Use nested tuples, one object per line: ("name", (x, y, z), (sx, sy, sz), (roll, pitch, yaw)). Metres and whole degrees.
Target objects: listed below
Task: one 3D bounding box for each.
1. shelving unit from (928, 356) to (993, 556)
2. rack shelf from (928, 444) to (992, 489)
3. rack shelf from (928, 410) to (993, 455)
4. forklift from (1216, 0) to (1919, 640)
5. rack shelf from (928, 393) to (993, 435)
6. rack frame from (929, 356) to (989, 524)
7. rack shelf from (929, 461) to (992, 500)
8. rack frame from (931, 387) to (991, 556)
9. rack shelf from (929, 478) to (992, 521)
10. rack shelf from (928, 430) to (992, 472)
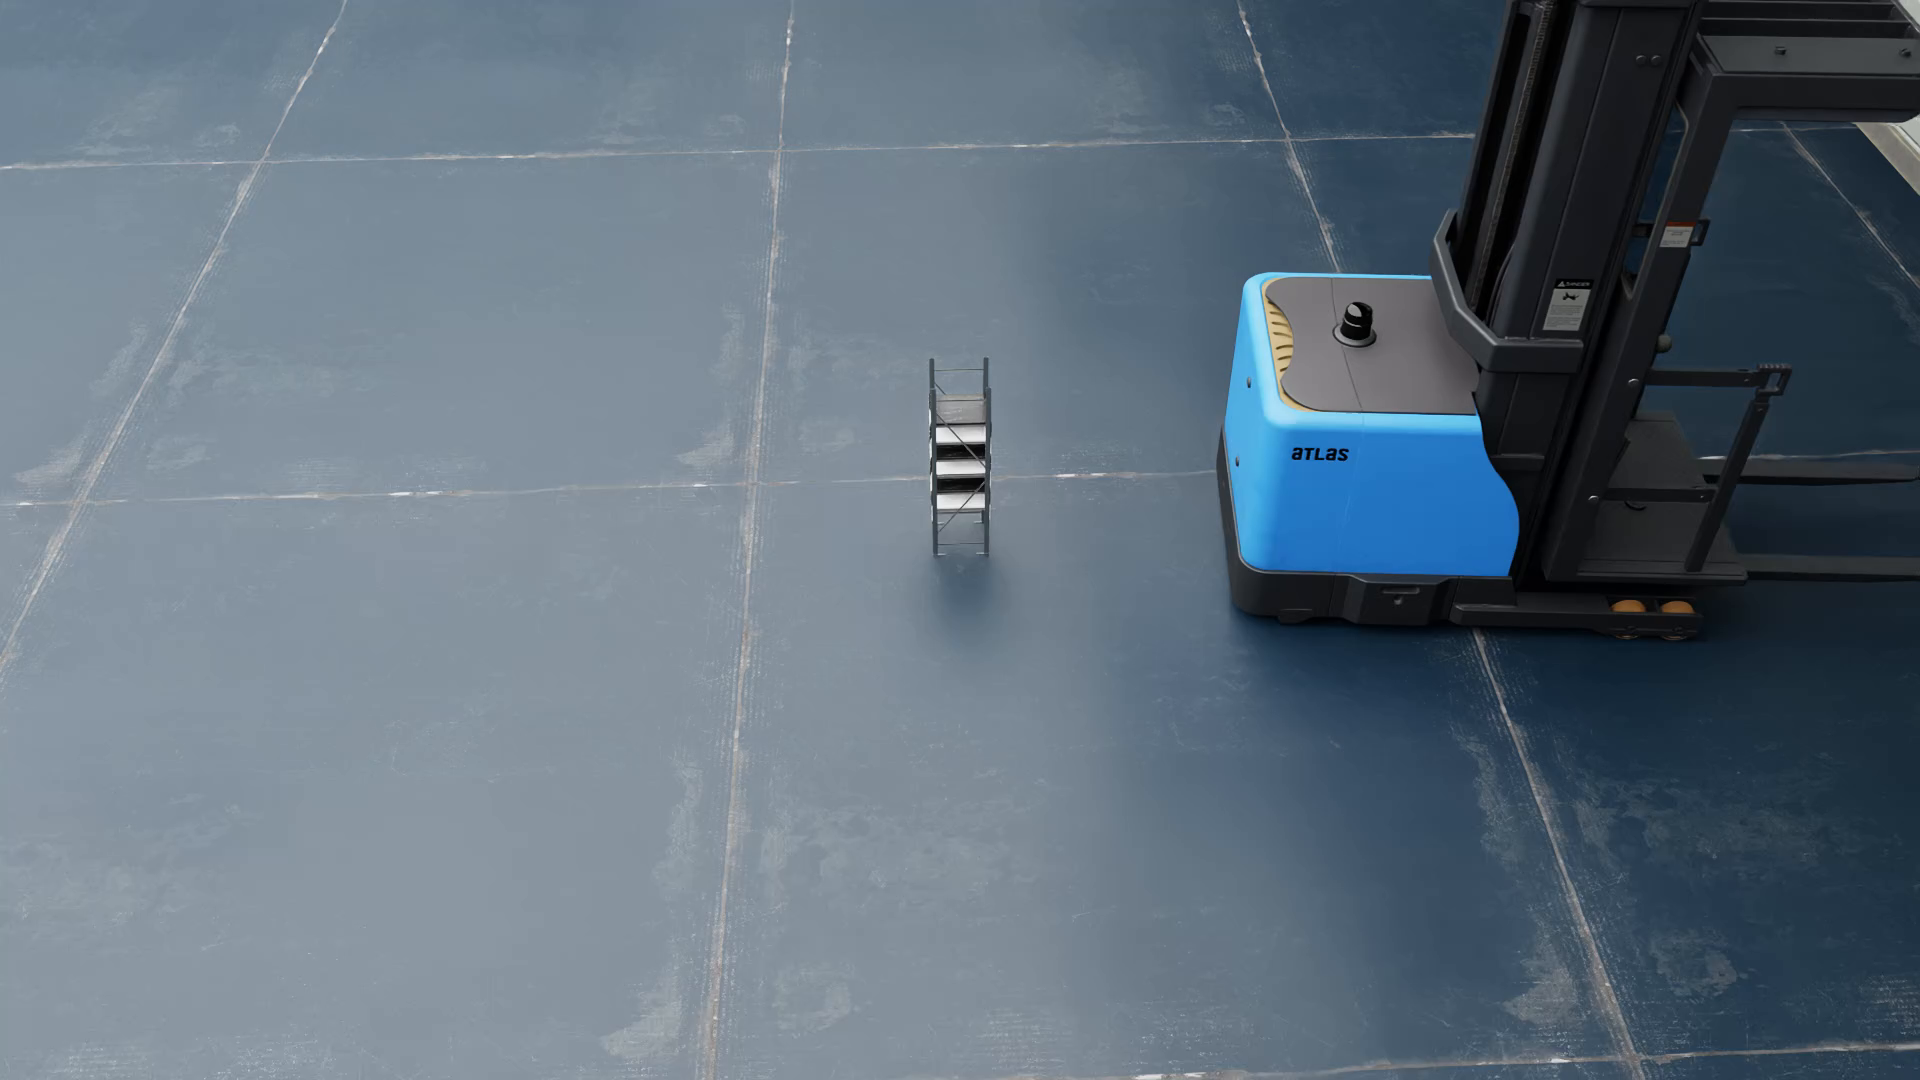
("shelving unit", (0.000, -0.337, 6.952), (0.258, 0.900, 0.210), (-2, 43, -2))
("rack shelf", (0.000, -0.313, 6.974), (0.258, 0.077, 0.200), (-2, 43, -2))
("rack shelf", (0.000, -0.445, 6.853), (0.258, 0.077, 0.200), (-2, 43, -2))
("forklift", (2.655, -1.039, 6.214), (3.031, 2.935, 1.130), (1, 43, 2))
("rack shelf", (0.000, -0.512, 6.792), (0.258, 0.077, 0.200), (-2, 43, -2))
("rack frame", (-0.005, -0.406, 7.027), (0.240, 0.900, 0.006), (-2, 43, -2))
("rack shelf", (0.000, -0.246, 7.035), (0.258, 0.077, 0.200), (-2, 43, -2))
("rack frame", (0.004, -0.269, 6.877), (0.240, 0.900, 0.006), (-2, 43, -2))
("rack shelf", (0.000, -0.180, 7.096), (0.258, 0.077, 0.200), (-2, 43, -2))
("rack shelf", (0.000, -0.379, 6.914), (0.258, 0.077, 0.200), (-2, 43, -2))
